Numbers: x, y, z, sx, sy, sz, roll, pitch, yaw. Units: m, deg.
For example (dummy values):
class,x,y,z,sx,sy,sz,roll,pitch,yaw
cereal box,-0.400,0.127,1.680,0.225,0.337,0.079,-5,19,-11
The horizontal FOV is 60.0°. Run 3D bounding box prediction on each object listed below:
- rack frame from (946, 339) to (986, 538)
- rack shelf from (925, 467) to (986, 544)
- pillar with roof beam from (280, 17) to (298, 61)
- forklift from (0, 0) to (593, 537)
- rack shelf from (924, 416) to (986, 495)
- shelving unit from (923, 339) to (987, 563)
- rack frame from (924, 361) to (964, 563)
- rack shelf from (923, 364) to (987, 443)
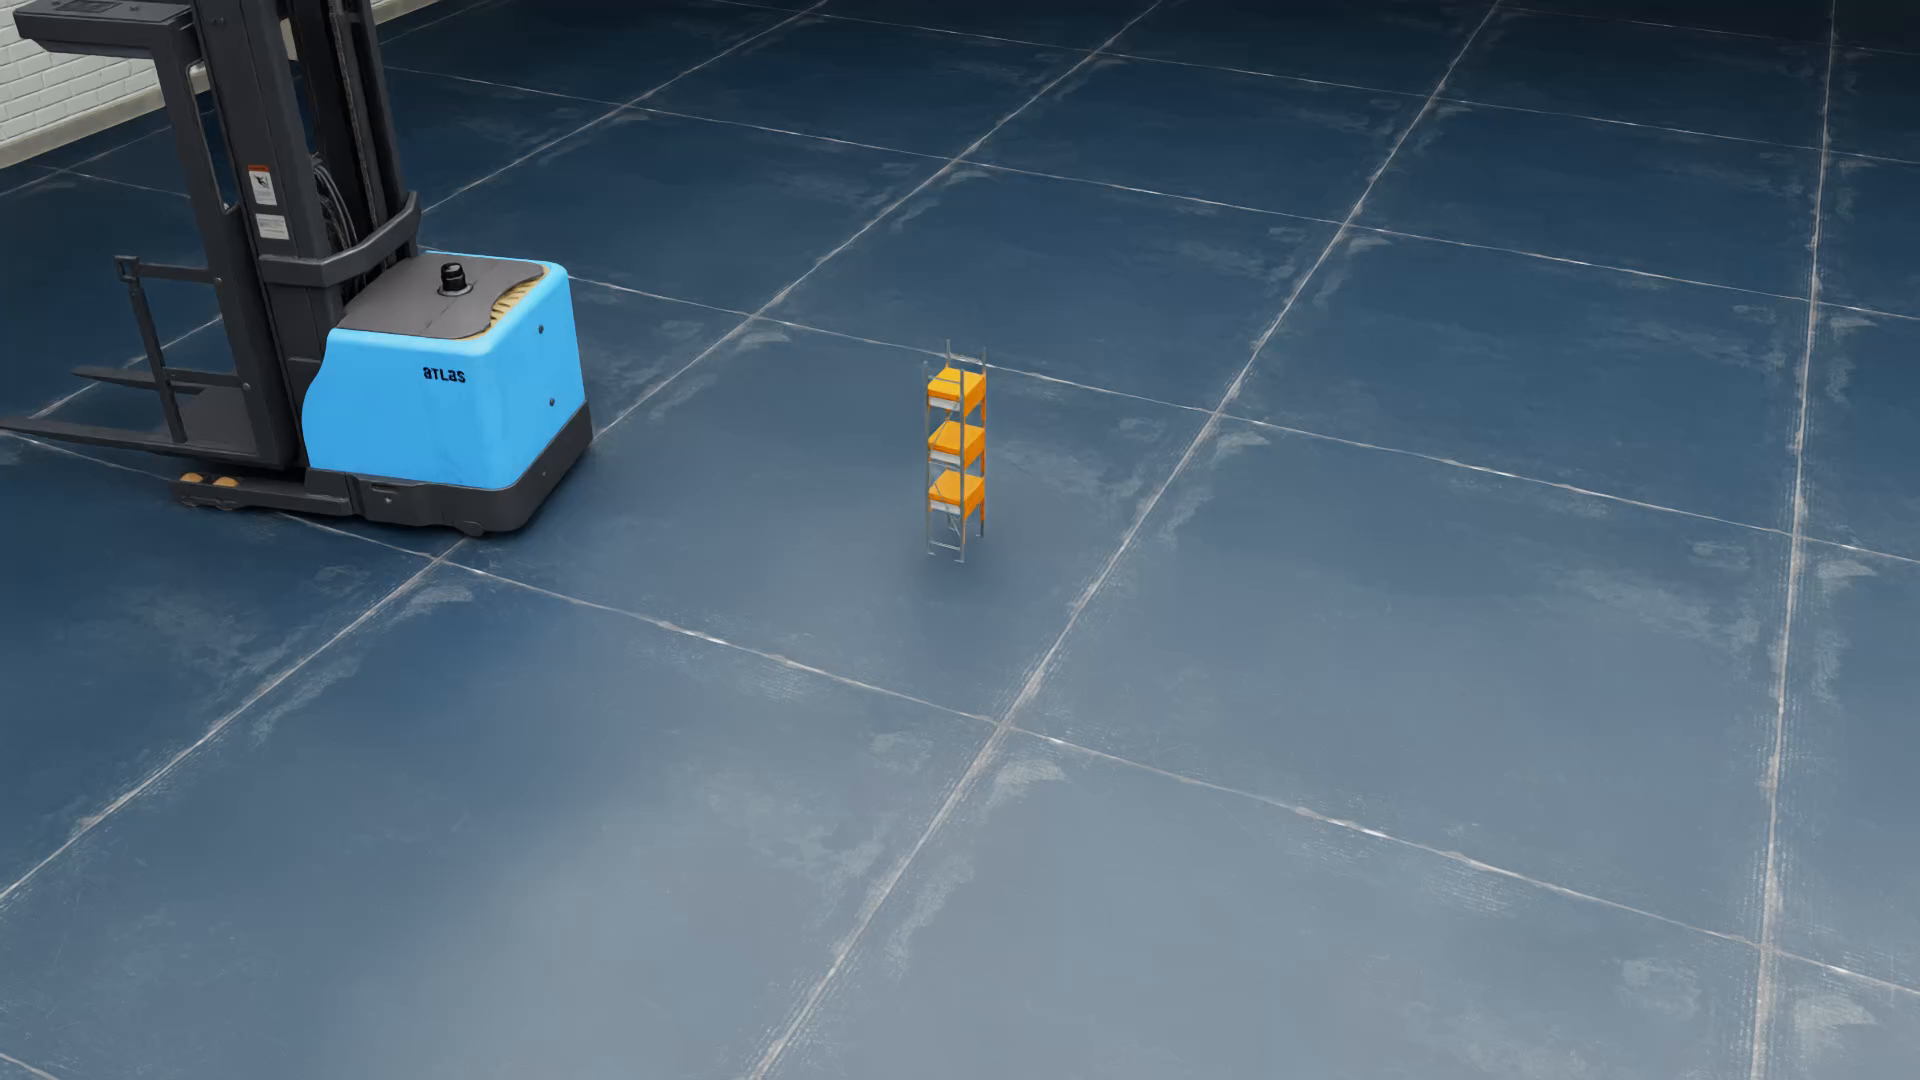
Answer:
class,x,y,z,sx,sy,sz,roll,pitch,yaw
rack frame,0.029,-0.473,8.014,0.200,1.050,0.008,14,36,20
rack shelf,-0.022,-0.171,8.080,0.215,0.259,0.240,14,36,20
pillar with roof beam,-1.864,-7.118,10.898,9.100,9.000,0.400,14,36,20
forklift,-3.547,-1.651,8.096,3.031,2.935,1.130,7,34,10
rack shelf,-0.022,-0.404,7.927,0.215,0.259,0.240,14,36,20
shelving unit,-0.022,-0.412,7.921,0.215,1.050,0.252,14,36,20
rack frame,-0.073,-0.352,7.829,0.200,1.050,0.008,14,36,20
rack shelf,-0.022,-0.641,7.772,0.215,0.259,0.240,14,36,20
